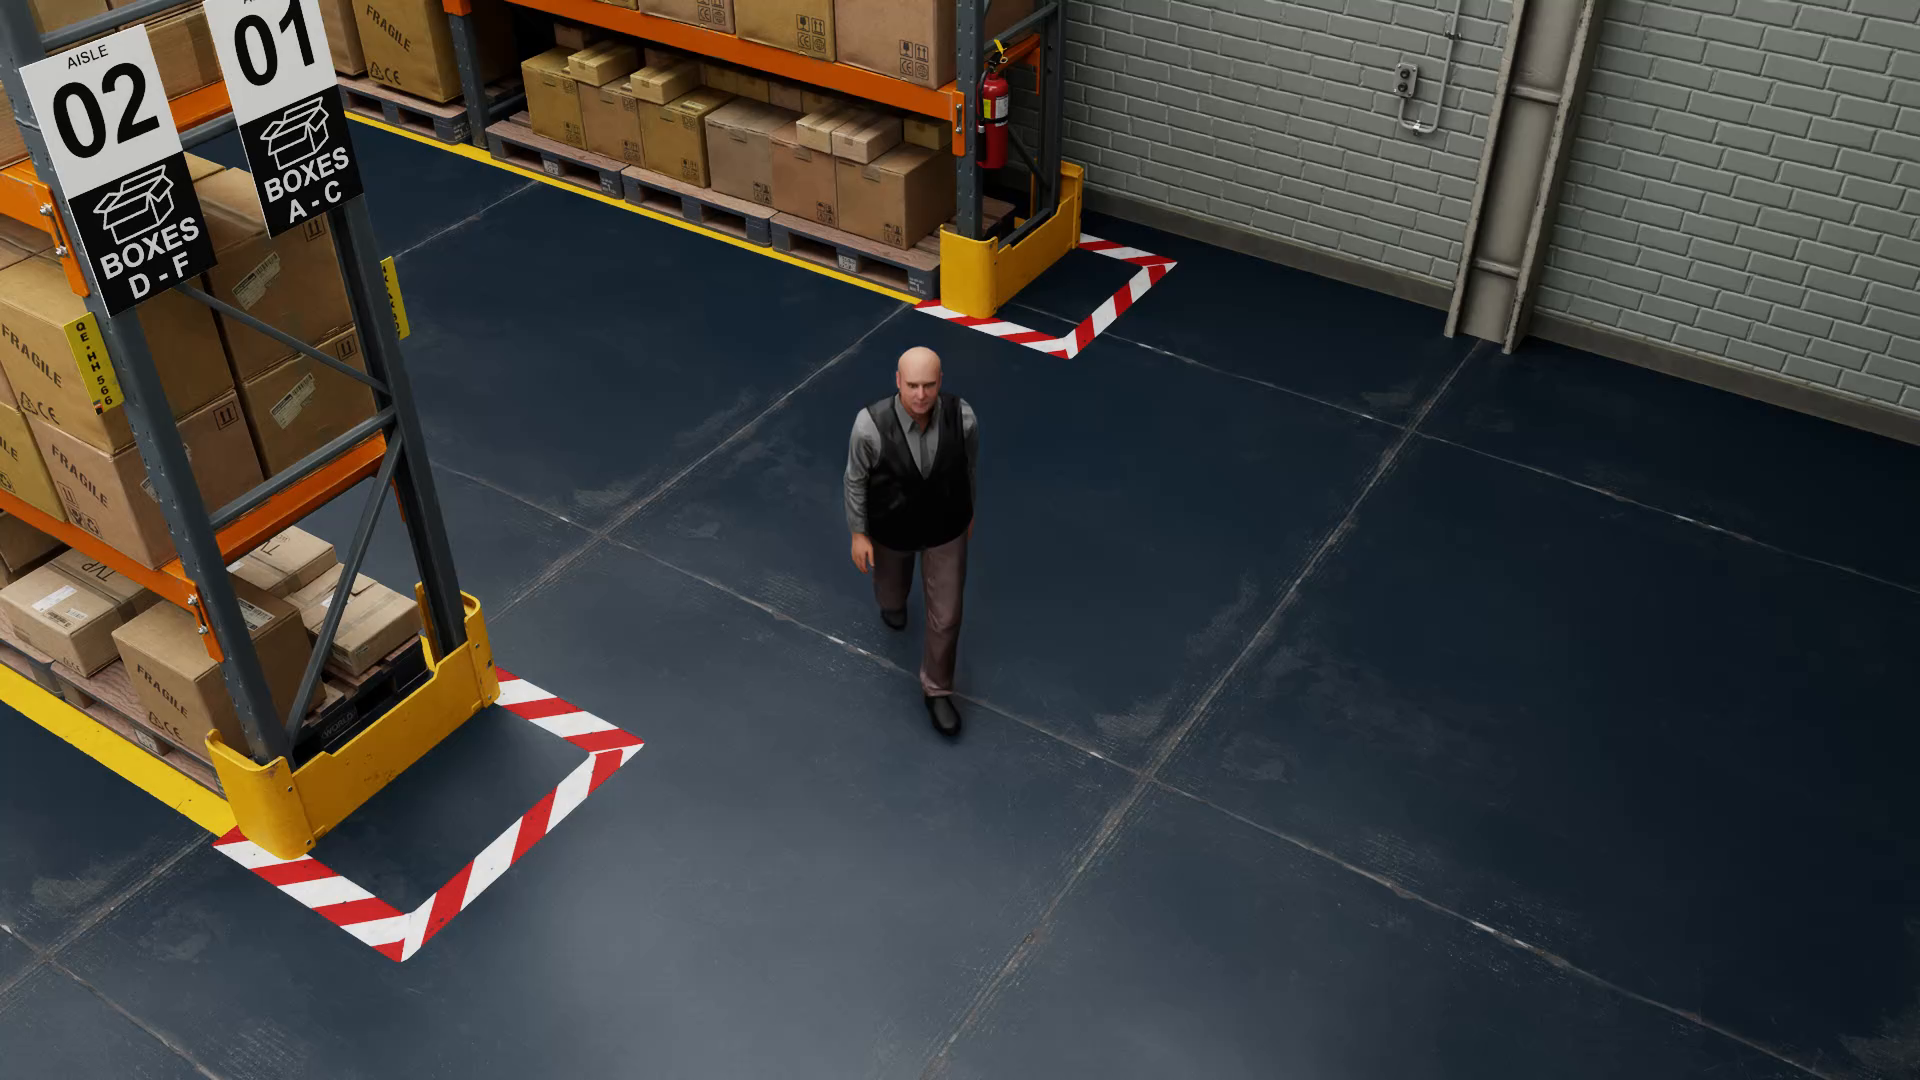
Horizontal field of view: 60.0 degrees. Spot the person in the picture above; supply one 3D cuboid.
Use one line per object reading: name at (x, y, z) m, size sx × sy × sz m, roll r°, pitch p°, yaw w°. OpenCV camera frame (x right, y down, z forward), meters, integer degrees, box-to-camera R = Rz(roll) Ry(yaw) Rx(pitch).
person at (-0.200, -0.086, 6.808) m, size 0.552 × 1.692 × 0.921 m, roll -6°, pitch 39°, yaw -8°
